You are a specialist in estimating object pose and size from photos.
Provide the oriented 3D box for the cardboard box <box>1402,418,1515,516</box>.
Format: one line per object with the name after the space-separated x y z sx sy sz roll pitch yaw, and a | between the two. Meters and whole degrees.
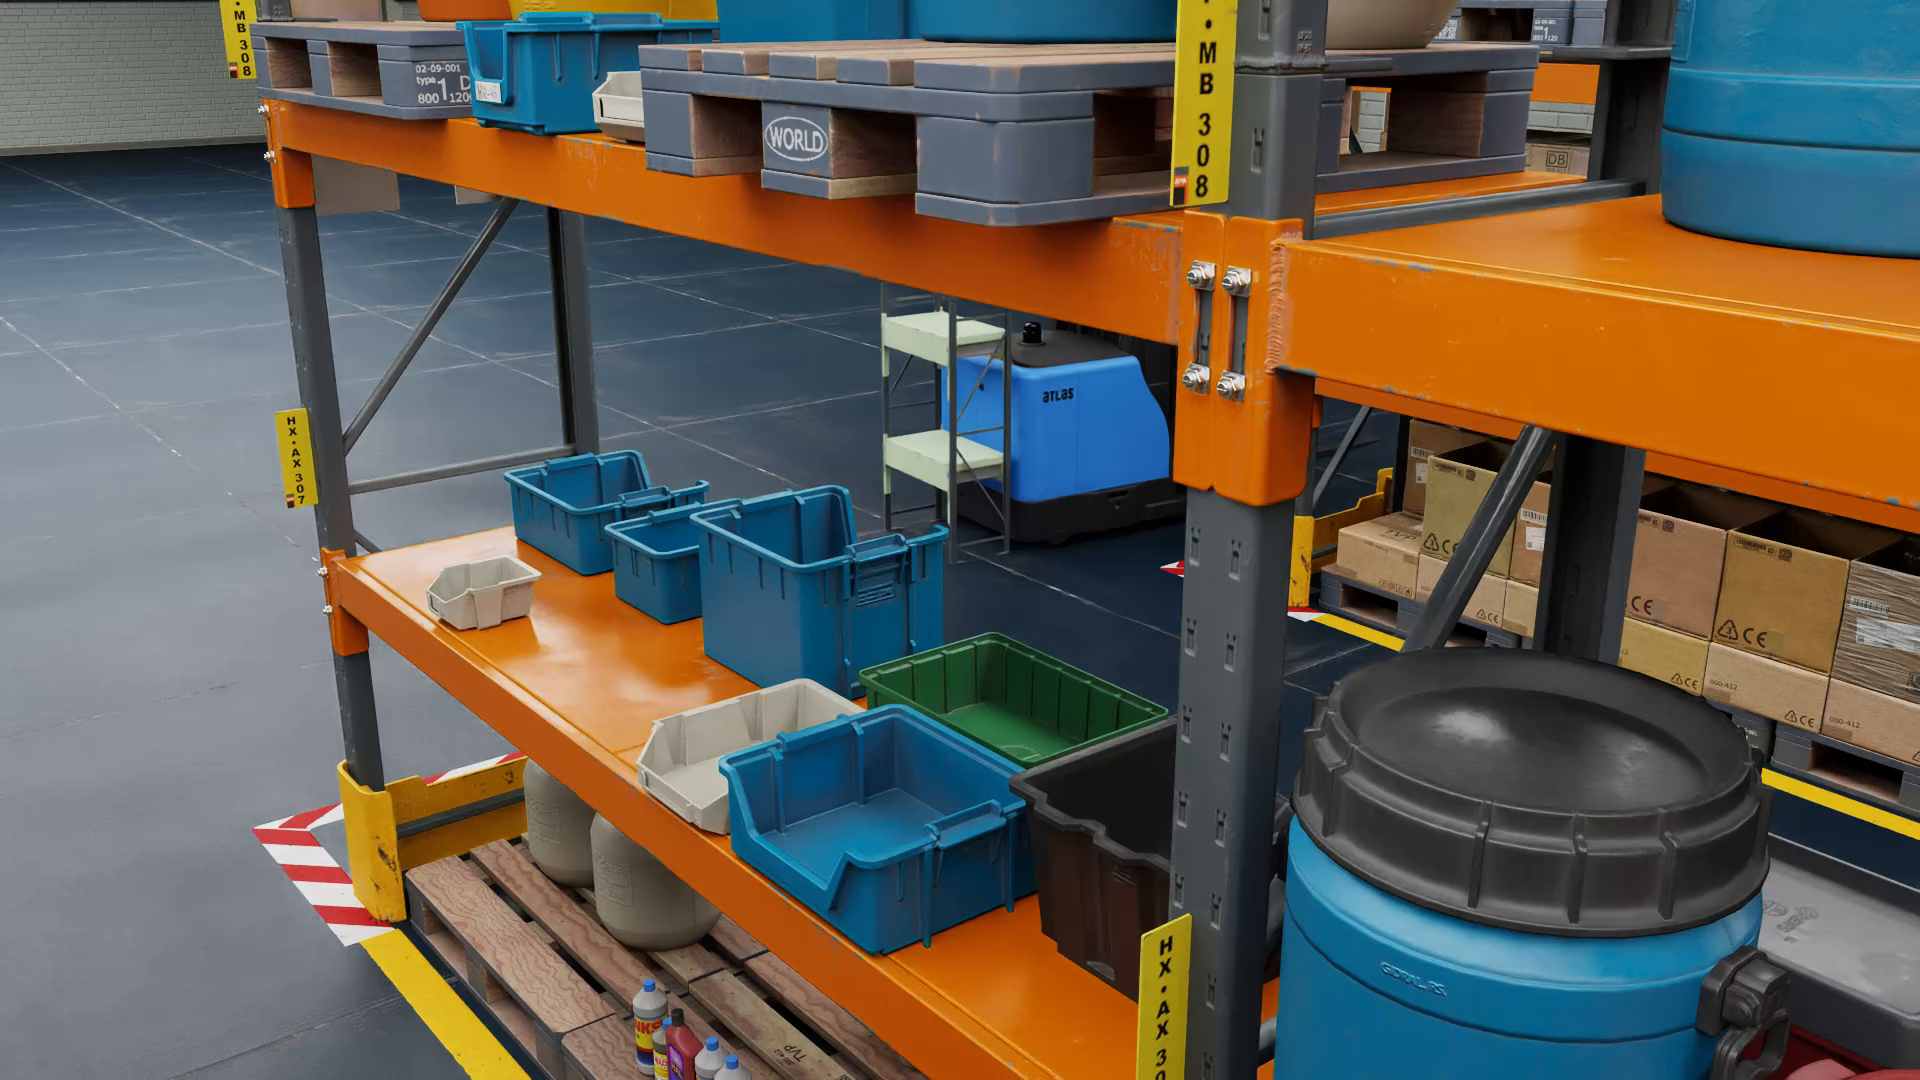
2.709 -0.384 8.762 0.500 0.500 0.500 -14 23 -36 | cardboard box

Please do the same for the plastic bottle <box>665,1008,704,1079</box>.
-0.735 1.406 4.467 0.061 0.283 0.133 -14 23 -35 | plastic bottle

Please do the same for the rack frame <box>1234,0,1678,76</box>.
0.741 -2.104 1.901 1.000 3.000 0.127 -14 23 -36 | rack frame

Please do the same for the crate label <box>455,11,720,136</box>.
-0.839 -1.069 3.785 0.502 0.251 0.408 -14 23 -36 | crate label

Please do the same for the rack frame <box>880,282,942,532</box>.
-0.284 -0.797 9.884 0.400 1.500 0.023 -11 22 -31 | rack frame

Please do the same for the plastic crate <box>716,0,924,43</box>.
-0.323 -1.247 4.110 0.392 0.384 0.575 -14 23 -36 | plastic crate

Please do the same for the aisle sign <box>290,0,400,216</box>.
-2.017 -1.436 5.293 0.394 0.787 0.004 -14 23 -36 | aisle sign

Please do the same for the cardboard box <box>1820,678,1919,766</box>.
3.864 0.687 6.721 0.500 0.250 0.500 -14 23 -36 | cardboard box

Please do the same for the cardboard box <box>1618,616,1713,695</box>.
3.231 0.444 7.456 0.500 0.250 0.500 -14 23 -36 | cardboard box

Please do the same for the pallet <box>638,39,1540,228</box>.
0.216 -0.749 2.882 1.213 0.211 1.003 -14 23 -36 | pallet

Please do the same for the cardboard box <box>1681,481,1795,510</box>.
3.651 -0.017 7.654 0.500 0.500 0.500 -14 23 -36 | cardboard box

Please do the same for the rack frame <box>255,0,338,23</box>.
-1.743 -3.090 4.878 1.000 3.000 0.127 -14 23 -36 | rack frame

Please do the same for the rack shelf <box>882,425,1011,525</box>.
-0.085 -0.391 9.695 0.431 0.370 0.720 -11 22 -31 | rack shelf

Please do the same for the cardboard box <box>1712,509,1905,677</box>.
3.552 0.208 6.974 0.500 0.500 0.500 -14 23 -36 | cardboard box

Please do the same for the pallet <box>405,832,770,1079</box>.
-1.158 1.293 5.623 1.003 0.211 1.213 -14 23 -36 | pallet

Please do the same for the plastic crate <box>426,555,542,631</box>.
-1.439 0.167 5.007 0.298 0.136 0.250 -14 23 -36 | plastic crate

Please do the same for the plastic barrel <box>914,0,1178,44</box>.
0.207 -1.384 3.032 0.600 0.901 0.708 -14 23 -36 | plastic barrel

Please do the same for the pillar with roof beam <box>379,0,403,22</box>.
-14.865 -11.572 30.494 9.100 9.000 0.400 -14 23 -36 | pillar with roof beam

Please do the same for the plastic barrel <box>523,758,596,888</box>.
-1.274 0.887 5.701 0.421 0.512 0.421 0 18 0 | plastic barrel

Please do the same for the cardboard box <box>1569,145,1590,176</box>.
3.100 -1.488 7.361 0.700 0.500 0.500 -14 23 -36 | cardboard box

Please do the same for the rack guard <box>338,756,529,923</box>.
-1.658 0.954 6.185 1.175 0.500 0.348 -14 23 -36 | rack guard

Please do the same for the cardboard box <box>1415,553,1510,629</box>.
2.615 0.196 8.204 0.500 0.250 0.500 -14 23 -36 | cardboard box

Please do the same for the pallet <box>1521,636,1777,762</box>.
3.404 0.597 7.724 1.003 0.211 1.213 -14 23 -36 | pallet

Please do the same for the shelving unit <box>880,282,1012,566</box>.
-0.085 -0.701 9.592 0.431 1.500 0.755 -11 22 -31 | shelving unit

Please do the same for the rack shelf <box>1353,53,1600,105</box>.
3.384 -1.797 6.891 1.077 0.370 4.000 -14 23 -36 | rack shelf

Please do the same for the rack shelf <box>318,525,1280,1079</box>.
-0.501 0.593 4.446 1.077 0.370 4.000 -14 23 -36 | rack shelf

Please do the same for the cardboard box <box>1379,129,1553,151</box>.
2.455 -1.740 8.124 0.700 0.500 0.500 -14 23 -36 | cardboard box

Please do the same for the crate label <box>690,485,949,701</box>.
-0.388 0.142 4.605 0.502 0.435 0.616 -14 23 -36 | crate label

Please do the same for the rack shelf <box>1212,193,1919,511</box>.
1.983 0.154 0.997 1.077 0.370 4.000 -14 23 -36 | rack shelf

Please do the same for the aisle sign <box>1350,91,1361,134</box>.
1.862 -2.398 8.197 0.394 0.787 0.004 -14 23 -36 | aisle sign

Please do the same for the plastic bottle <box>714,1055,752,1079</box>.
-0.586 1.461 4.318 0.097 0.271 0.097 0 18 0 | plastic bottle

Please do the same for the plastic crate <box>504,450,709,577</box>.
-1.197 -0.106 5.648 0.499 0.251 0.616 -14 23 -36 | plastic crate

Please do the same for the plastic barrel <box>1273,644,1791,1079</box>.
0.743 0.660 2.299 0.600 0.901 0.708 -14 23 -36 | plastic barrel

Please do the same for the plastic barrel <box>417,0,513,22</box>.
-1.341 -1.974 4.929 0.600 0.830 0.708 -14 23 -36 | plastic barrel

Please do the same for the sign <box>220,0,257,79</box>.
-2.176 -1.564 5.027 0.100 0.325 0.005 -14 23 -36 | sign

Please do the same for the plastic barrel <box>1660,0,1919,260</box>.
1.227 -0.835 2.043 0.600 0.901 0.708 -14 23 -36 | plastic barrel

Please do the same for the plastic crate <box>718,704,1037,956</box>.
-0.159 0.595 3.531 0.499 0.251 0.616 -14 23 -36 | plastic crate

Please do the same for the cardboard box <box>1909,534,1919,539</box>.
4.267 0.231 6.906 0.500 0.500 0.500 -14 23 -36 | cardboard box

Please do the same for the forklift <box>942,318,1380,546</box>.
1.369 -1.689 10.300 3.031 2.935 1.130 -11 21 -30 | forklift

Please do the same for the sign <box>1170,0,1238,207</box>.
0.303 -0.580 2.055 0.100 0.325 0.005 -14 23 -36 | sign

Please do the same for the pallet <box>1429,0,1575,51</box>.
2.561 -2.410 7.739 1.003 0.211 1.213 -14 23 -36 | pallet

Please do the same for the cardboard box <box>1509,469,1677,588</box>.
2.934 -0.039 7.720 0.500 0.500 0.500 -14 23 -36 | cardboard box

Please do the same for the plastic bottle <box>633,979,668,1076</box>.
-0.861 1.352 4.648 0.097 0.271 0.097 0 18 0 | plastic bottle
